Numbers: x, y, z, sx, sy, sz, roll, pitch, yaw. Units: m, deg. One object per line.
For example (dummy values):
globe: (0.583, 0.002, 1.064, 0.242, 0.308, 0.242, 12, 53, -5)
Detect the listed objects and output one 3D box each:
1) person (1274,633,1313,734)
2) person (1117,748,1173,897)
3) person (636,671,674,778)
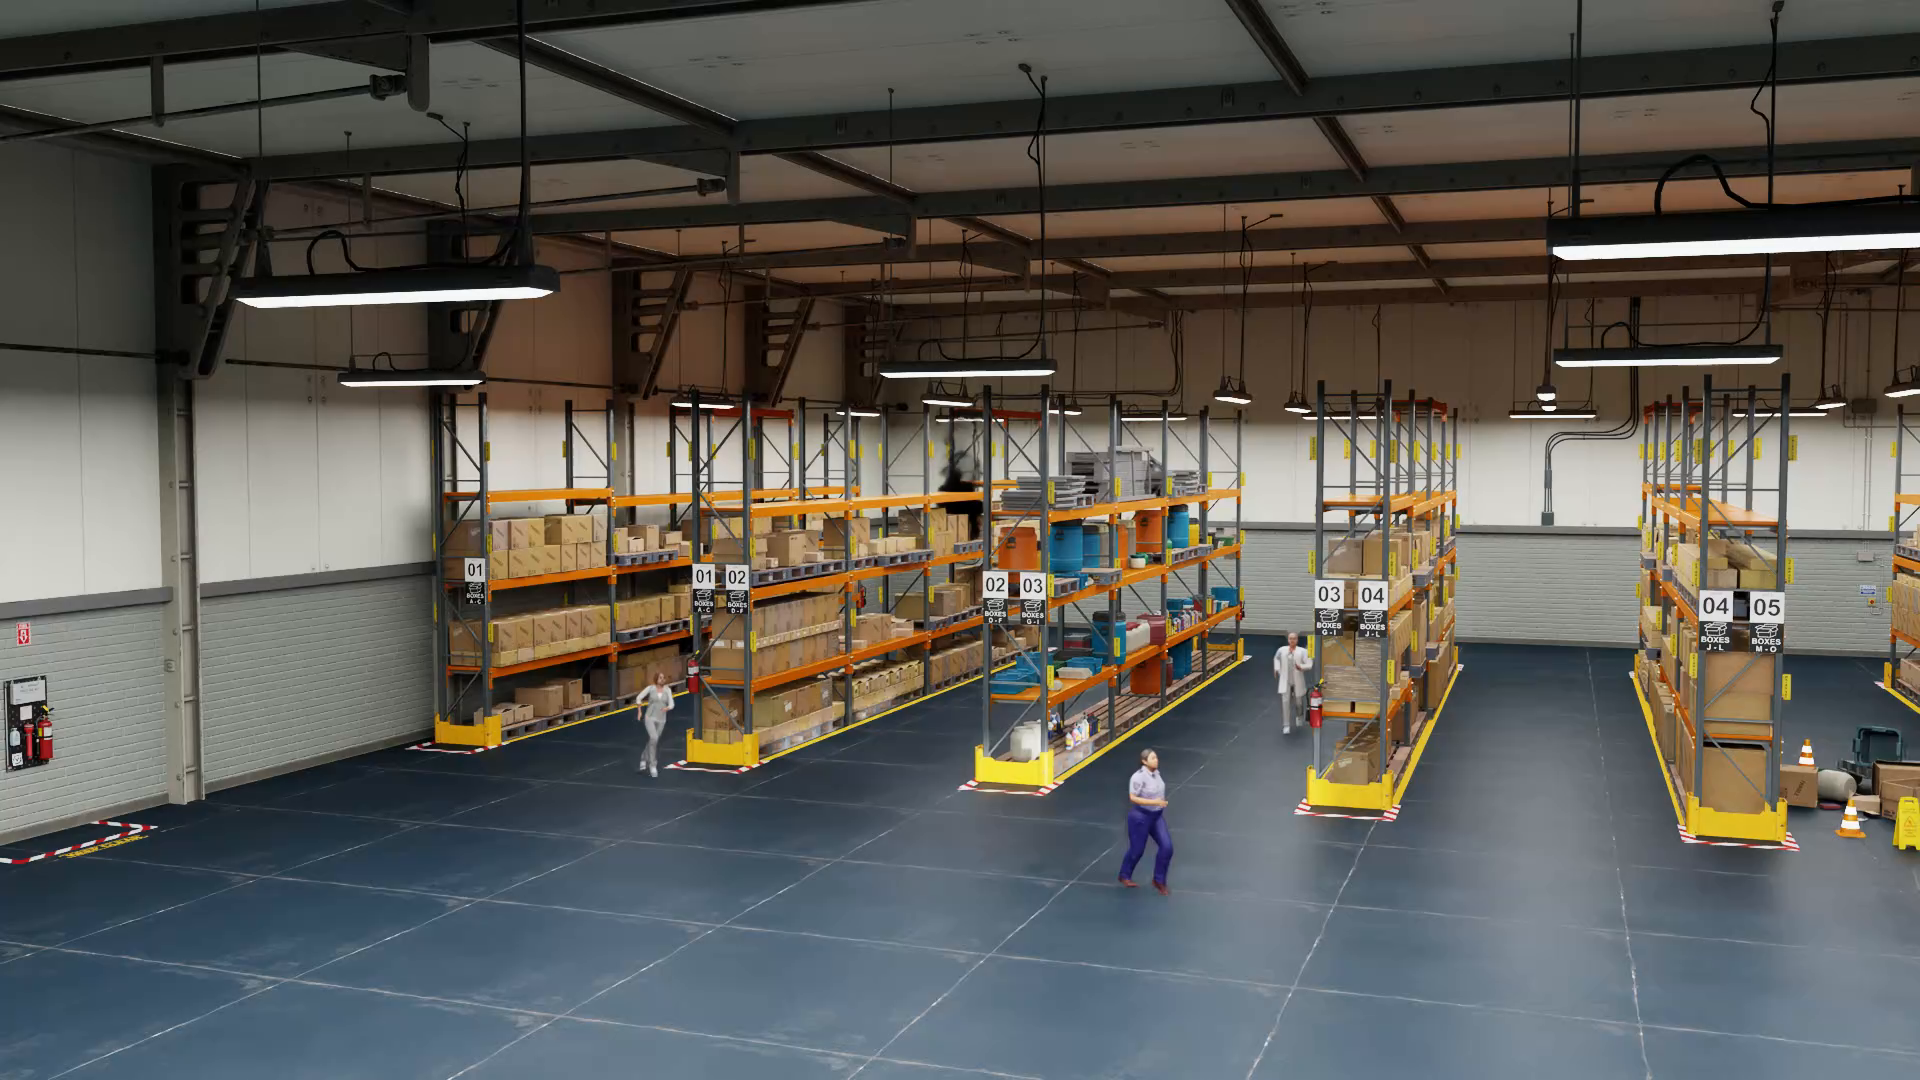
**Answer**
person: (5.913, 2.533, 29.604, 0.713, 1.743, 1.035, 1, 3, 18)
person: (2.096, 3.205, 18.796, 0.588, 1.695, 0.745, -3, 4, -41)
person: (-4.698, 2.828, 25.796, 0.537, 1.584, 0.749, -2, 4, -31)
